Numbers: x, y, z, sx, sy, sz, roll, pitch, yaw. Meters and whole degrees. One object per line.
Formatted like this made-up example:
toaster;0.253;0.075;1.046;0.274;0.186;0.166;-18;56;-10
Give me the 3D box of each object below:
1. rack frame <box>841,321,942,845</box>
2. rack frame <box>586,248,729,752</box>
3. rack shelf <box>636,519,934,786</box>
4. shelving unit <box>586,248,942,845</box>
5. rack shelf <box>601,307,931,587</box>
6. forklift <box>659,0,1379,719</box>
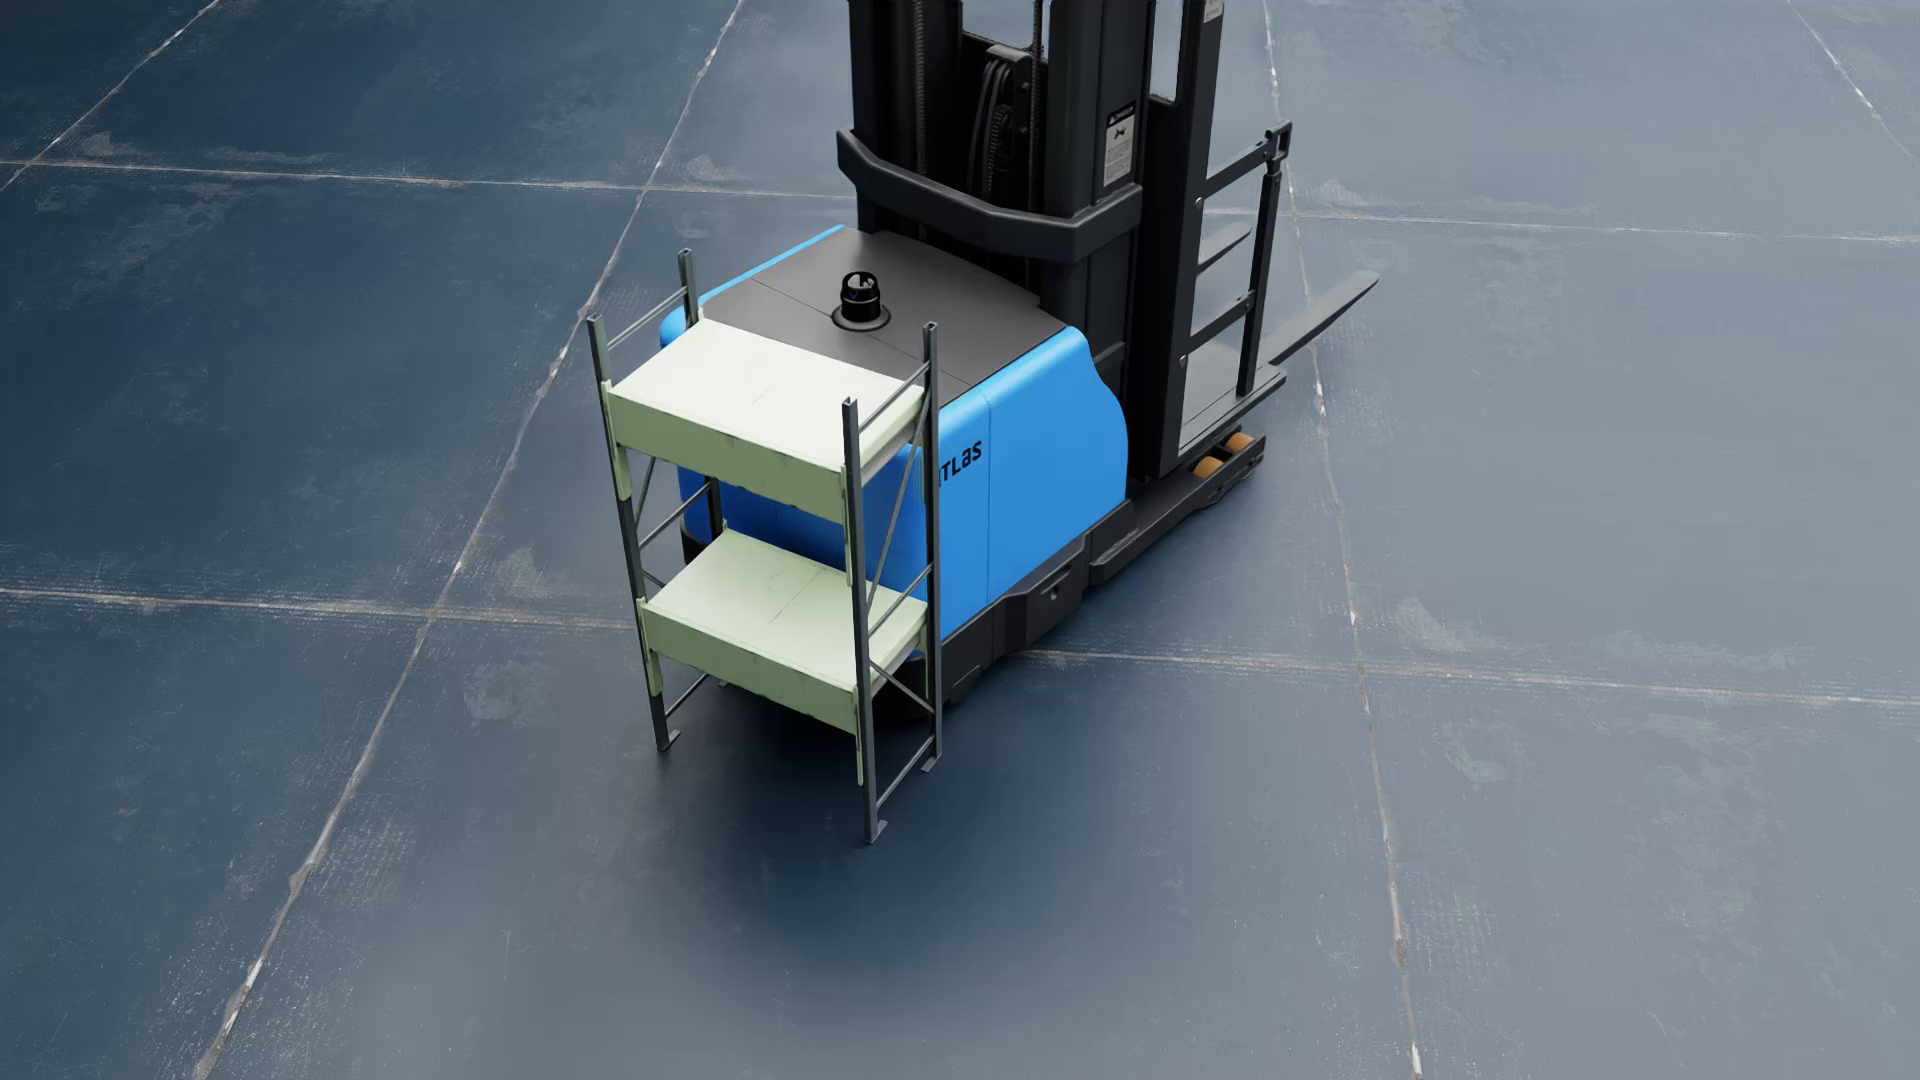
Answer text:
rack frame;-0.161;0.166;4.359;0.023;1.500;0.400;20;43;22
rack frame;-0.799;-0.061;4.637;0.023;1.500;0.400;20;43;22
rack shelf;-0.480;0.305;4.703;0.720;0.370;0.431;20;43;22
shelving unit;-0.480;0.052;4.498;0.755;1.500;0.431;20;43;22
rack shelf;-0.480;-0.250;4.251;0.720;0.370;0.431;20;43;22
forklift;0.449;-1.454;5.214;1.130;2.935;3.031;29;47;31
